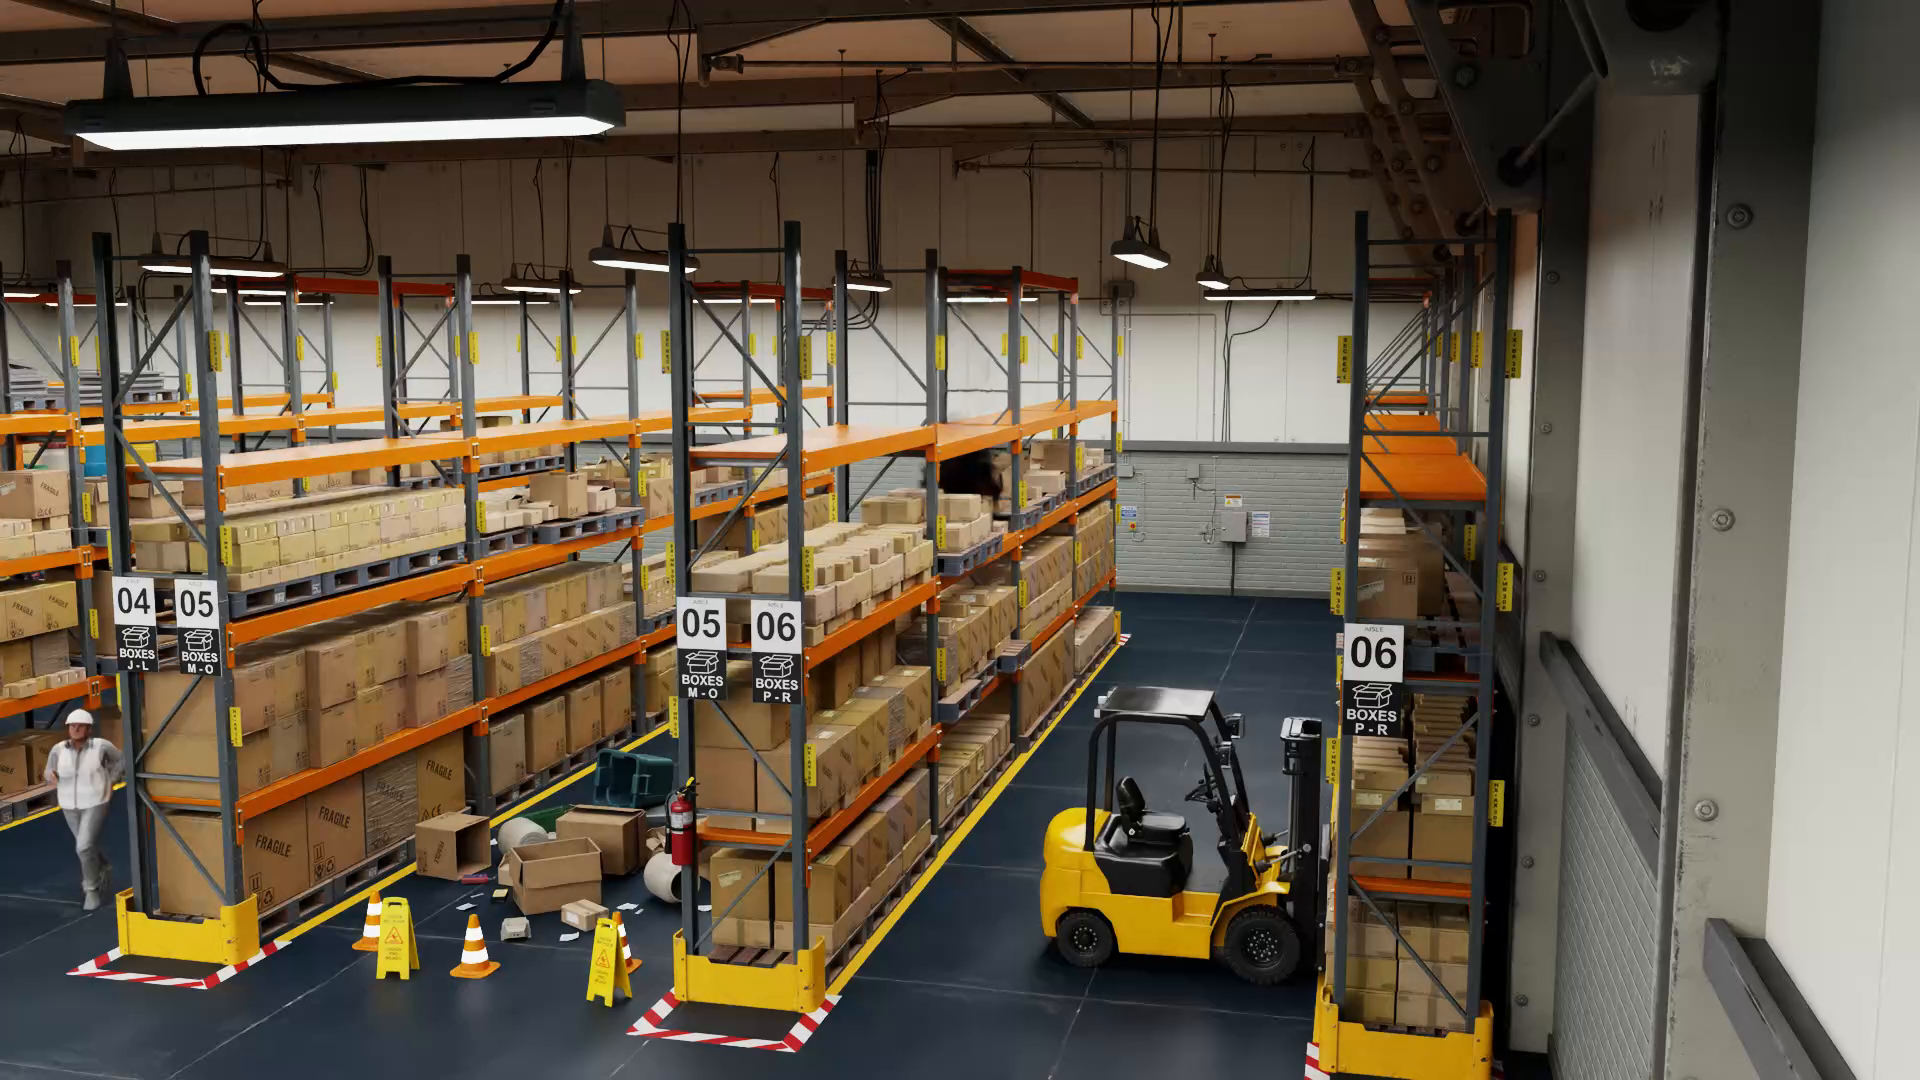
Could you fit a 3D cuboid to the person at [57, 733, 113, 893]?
[{"bbox_3d":[-8.020,2.470,15.297,0.446,1.446,0.681,0,7,-3],"label":"person"}]
